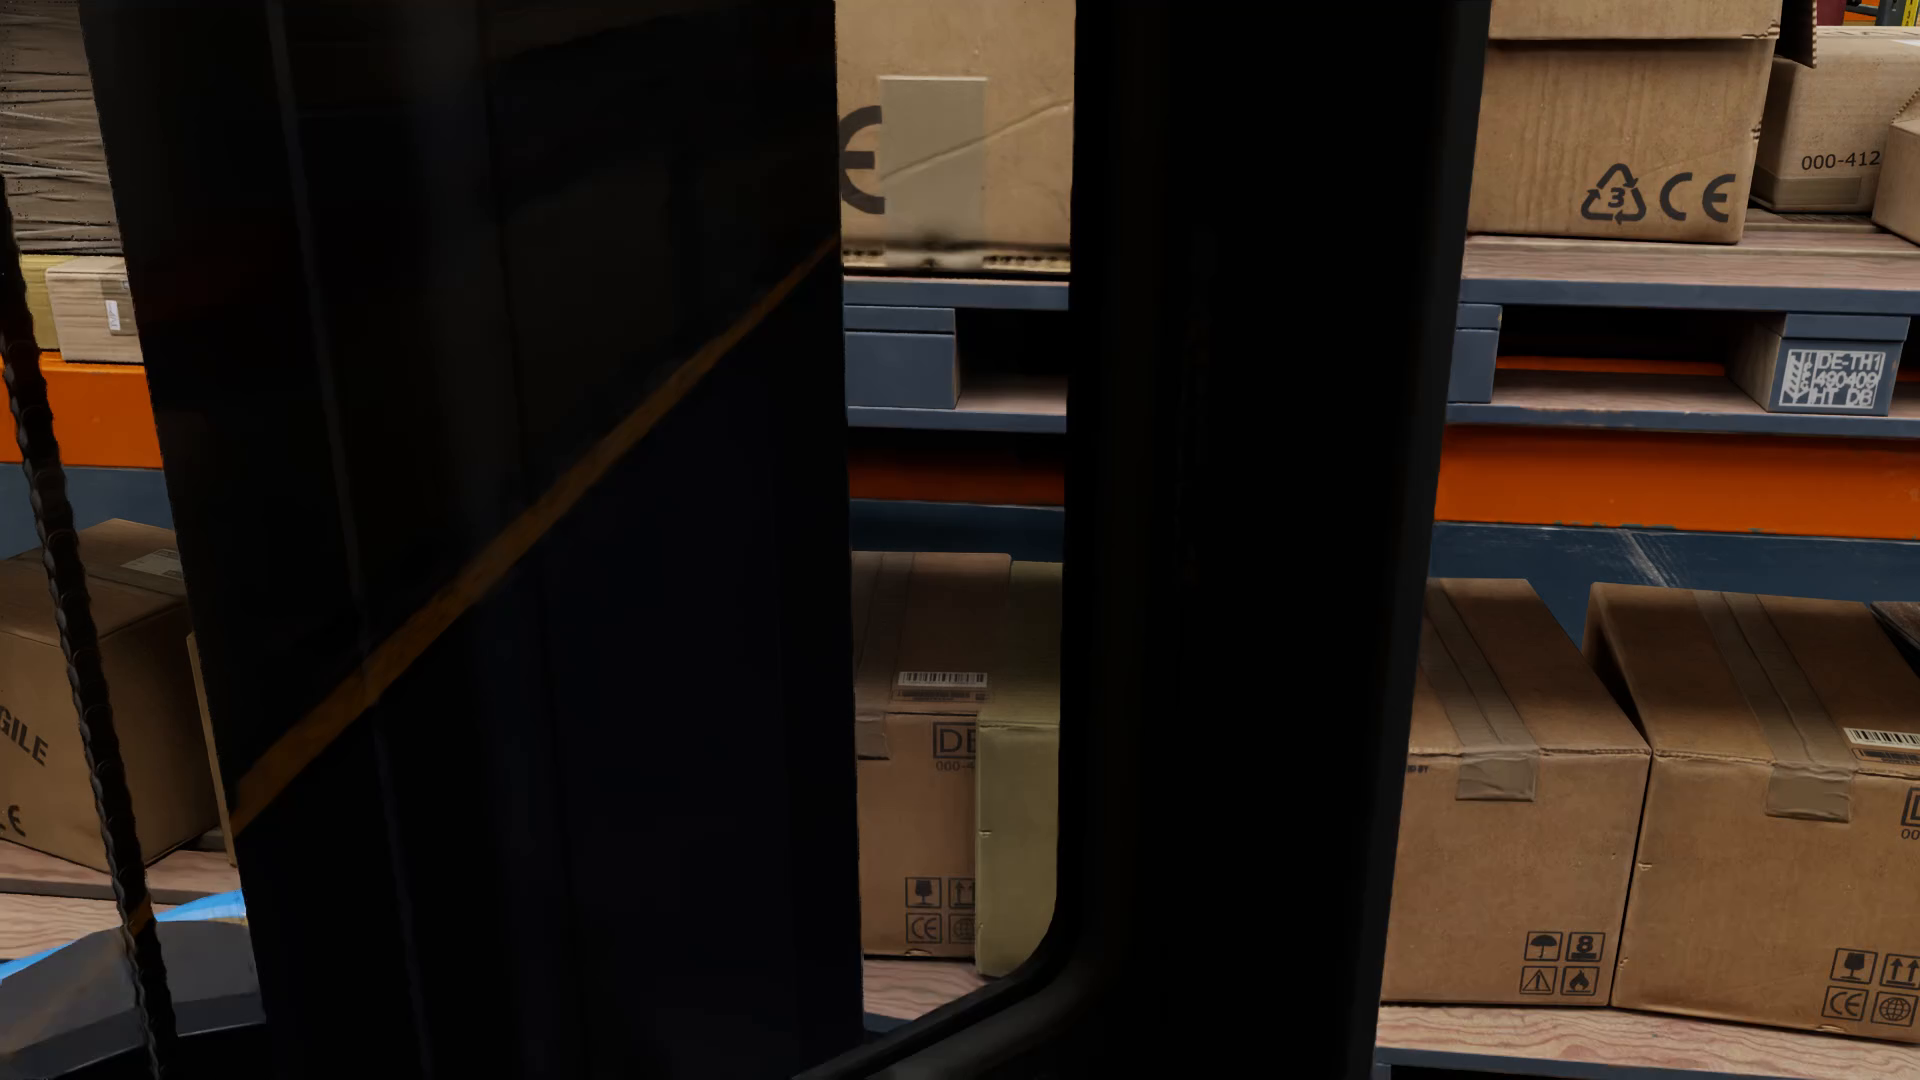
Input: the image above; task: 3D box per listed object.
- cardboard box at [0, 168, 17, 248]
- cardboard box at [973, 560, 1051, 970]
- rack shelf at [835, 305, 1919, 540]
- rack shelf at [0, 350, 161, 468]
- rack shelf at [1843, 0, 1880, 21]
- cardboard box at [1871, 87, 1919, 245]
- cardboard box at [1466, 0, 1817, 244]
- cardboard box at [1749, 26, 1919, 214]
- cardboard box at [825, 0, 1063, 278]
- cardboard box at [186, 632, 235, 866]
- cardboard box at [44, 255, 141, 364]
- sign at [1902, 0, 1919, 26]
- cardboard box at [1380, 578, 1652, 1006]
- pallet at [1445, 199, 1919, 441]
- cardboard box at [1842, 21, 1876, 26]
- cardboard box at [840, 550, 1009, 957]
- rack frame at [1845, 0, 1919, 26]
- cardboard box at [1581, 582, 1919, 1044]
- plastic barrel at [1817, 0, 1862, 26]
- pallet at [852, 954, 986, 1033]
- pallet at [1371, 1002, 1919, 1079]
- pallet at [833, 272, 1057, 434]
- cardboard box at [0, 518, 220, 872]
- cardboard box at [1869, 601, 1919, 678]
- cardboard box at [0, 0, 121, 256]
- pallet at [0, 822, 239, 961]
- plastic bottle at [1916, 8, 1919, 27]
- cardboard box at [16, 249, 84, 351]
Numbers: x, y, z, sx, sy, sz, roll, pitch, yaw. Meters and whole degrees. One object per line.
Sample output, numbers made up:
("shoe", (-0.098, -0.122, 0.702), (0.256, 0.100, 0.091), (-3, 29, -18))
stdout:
("cardboard box", (-1.701, -0.873, 3.026), (0.500, 0.500, 0.875), (2, 22, 6))
("cardboard box", (0.309, 0.409, 3.128), (0.500, 0.500, 0.700), (2, 22, 6))
("rack shelf", (1.217, -0.190, 2.819), (4.000, 0.370, 1.077), (2, 22, 6))
("rack shelf", (-2.756, -0.363, 3.257), (4.000, 0.370, 1.077), (2, 22, 6))
("rack shelf", (6.358, -3.634, 11.529), (4.000, 0.370, 1.077), (2, 22, 6))
("cardboard box", (1.515, -0.544, 2.349), (0.258, 0.266, 0.396), (2, 22, 5))
("cardboard box", (0.963, -0.813, 2.705), (0.637, 0.503, 0.797), (5, 22, 12))
("cardboard box", (1.565, -0.720, 2.814), (0.500, 0.250, 0.500), (2, 22, 5))
("cardboard box", (0.003, -1.000, 2.502), (1.000, 1.000, 1.000), (3, 22, 7))
("cardboard box", (-1.162, 0.324, 3.369), (0.500, 0.500, 0.500), (2, 22, 5))
("cardboard box", (-1.265, -0.411, 2.740), (0.250, 0.149, 0.380), (2, 22, 6))
("sign", (3.728, -2.121, 6.503), (0.005, 0.325, 0.100), (2, 22, 6))
("cardboard box", (0.865, 0.433, 3.067), (0.500, 0.500, 0.700), (1, 22, 2))
("pallet", (1.232, -0.420, 2.682), (1.213, 0.211, 1.003), (2, 22, 6))
("cardboard box", (8.263, -4.867, 16.023), (0.750, 0.750, 0.750), (3, 22, 7))
("cardboard box", (-0.162, 0.381, 3.197), (0.500, 0.500, 0.700), (1, 22, 2))
("rack frame", (3.786, -2.246, 7.042), (0.127, 3.000, 1.000), (2, 22, 6))
("cardboard box", (1.419, 0.457, 3.006), (0.500, 0.500, 0.700), (4, 22, 11))
("plastic barrel", (3.289, -2.219, 6.788), (0.708, 0.536, 0.600), (2, 22, 6))
("pallet", (0.004, 0.719, 3.335), (1.213, 0.211, 1.003), (2, 22, 6))
("pallet", (1.219, 0.771, 3.203), (1.213, 0.211, 1.003), (2, 22, 6))
("pallet", (-0.028, -0.436, 2.723), (1.213, 0.211, 1.003), (2, 22, 6))
("cardboard box", (-1.732, 0.302, 3.425), (0.500, 0.500, 0.500), (10, 24, 23))
("cardboard box", (1.983, 0.479, 2.950), (0.500, 0.500, 0.700), (1, 22, 2))
("cardboard box", (-1.209, -0.838, 2.939), (0.500, 0.500, 0.875), (2, 22, 6))
("pallet", (-1.441, 0.669, 3.459), (1.213, 0.211, 1.003), (2, 22, 6))
("plastic bottle", (4.238, -2.330, 7.413), (0.133, 0.283, 0.061), (2, 22, 6))
("cardboard box", (-1.506, -0.443, 2.823), (0.250, 0.149, 0.380), (2, 22, 6))
